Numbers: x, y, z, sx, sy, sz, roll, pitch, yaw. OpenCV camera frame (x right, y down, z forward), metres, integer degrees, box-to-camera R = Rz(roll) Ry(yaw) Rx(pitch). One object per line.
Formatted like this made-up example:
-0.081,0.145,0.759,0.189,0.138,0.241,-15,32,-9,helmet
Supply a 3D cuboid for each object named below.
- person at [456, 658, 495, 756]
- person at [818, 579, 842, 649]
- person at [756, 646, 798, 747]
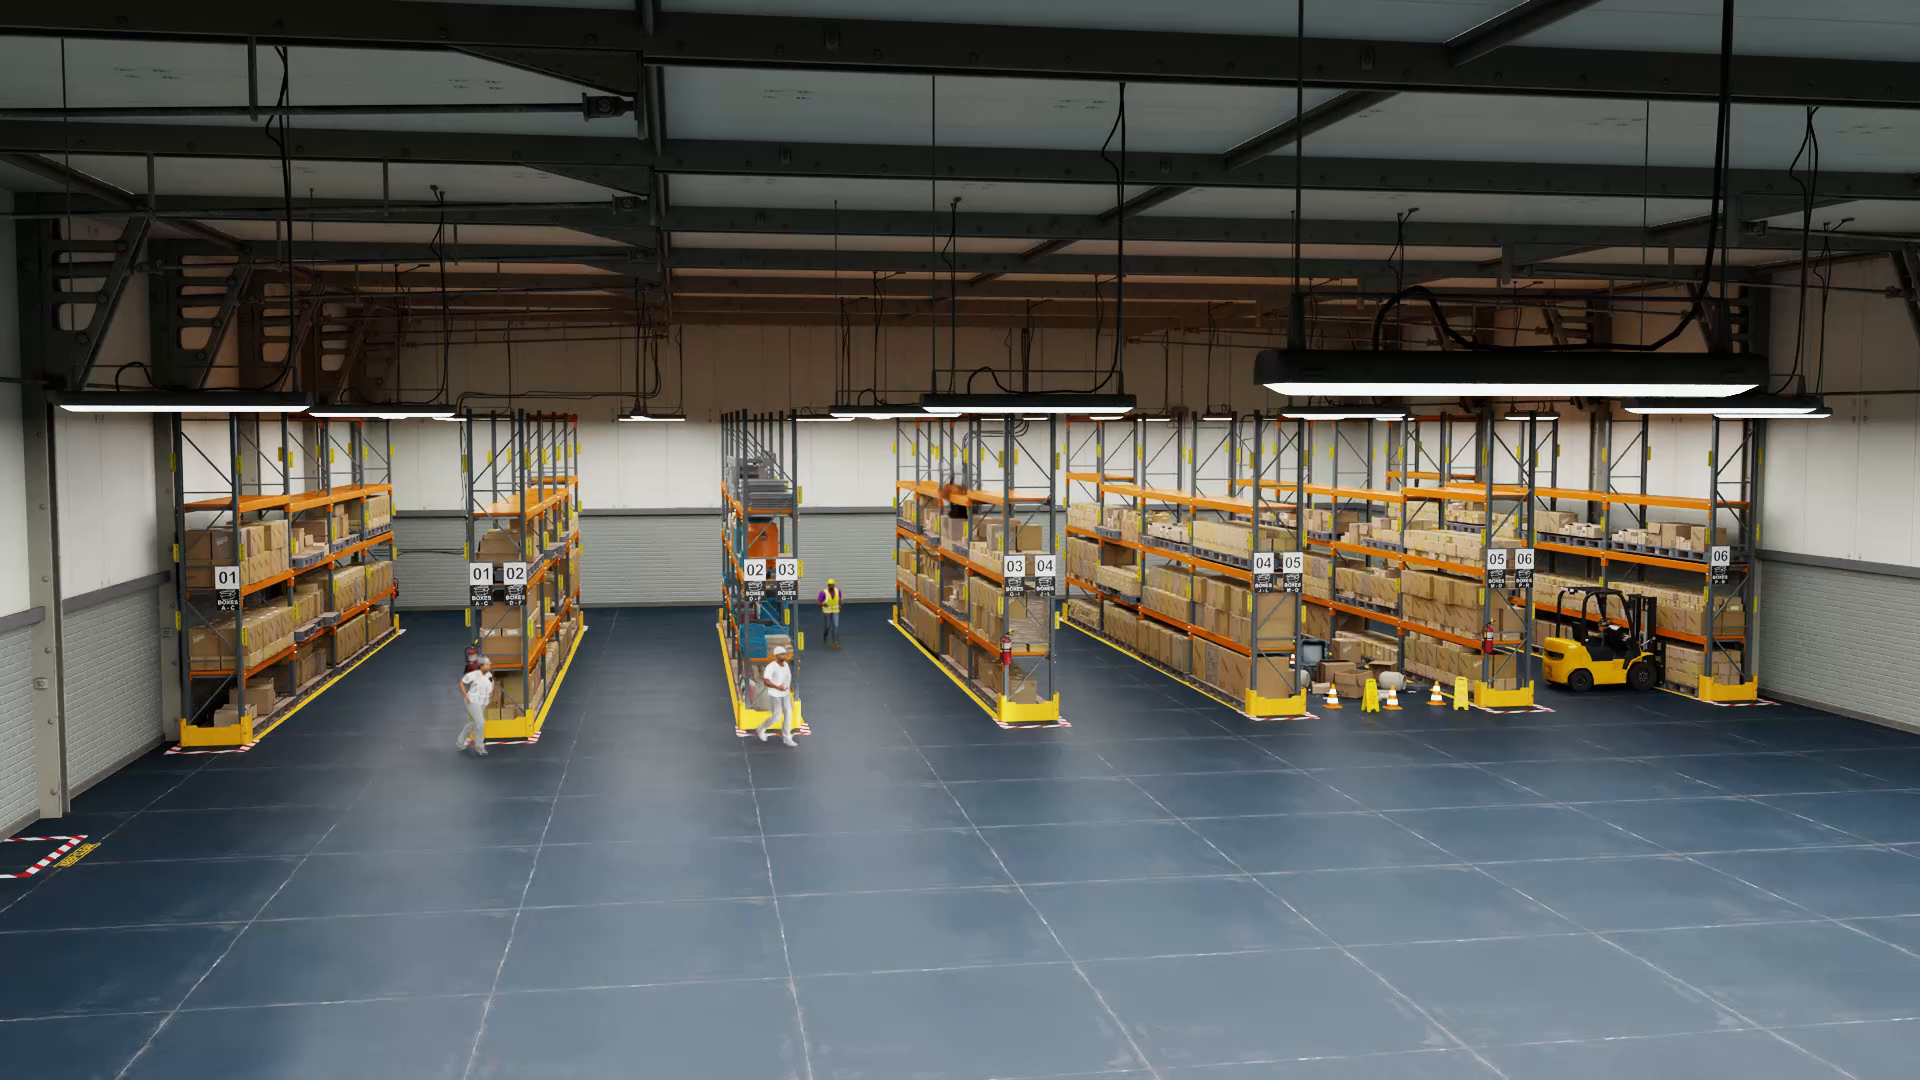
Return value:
-8.436,2.892,29.076,0.792,1.673,0.577,2,4,26,person
-3.315,1.862,42.500,0.663,1.763,0.981,-1,4,-16,person
-3.247,2.774,29.681,0.838,1.775,0.725,3,5,33,person
